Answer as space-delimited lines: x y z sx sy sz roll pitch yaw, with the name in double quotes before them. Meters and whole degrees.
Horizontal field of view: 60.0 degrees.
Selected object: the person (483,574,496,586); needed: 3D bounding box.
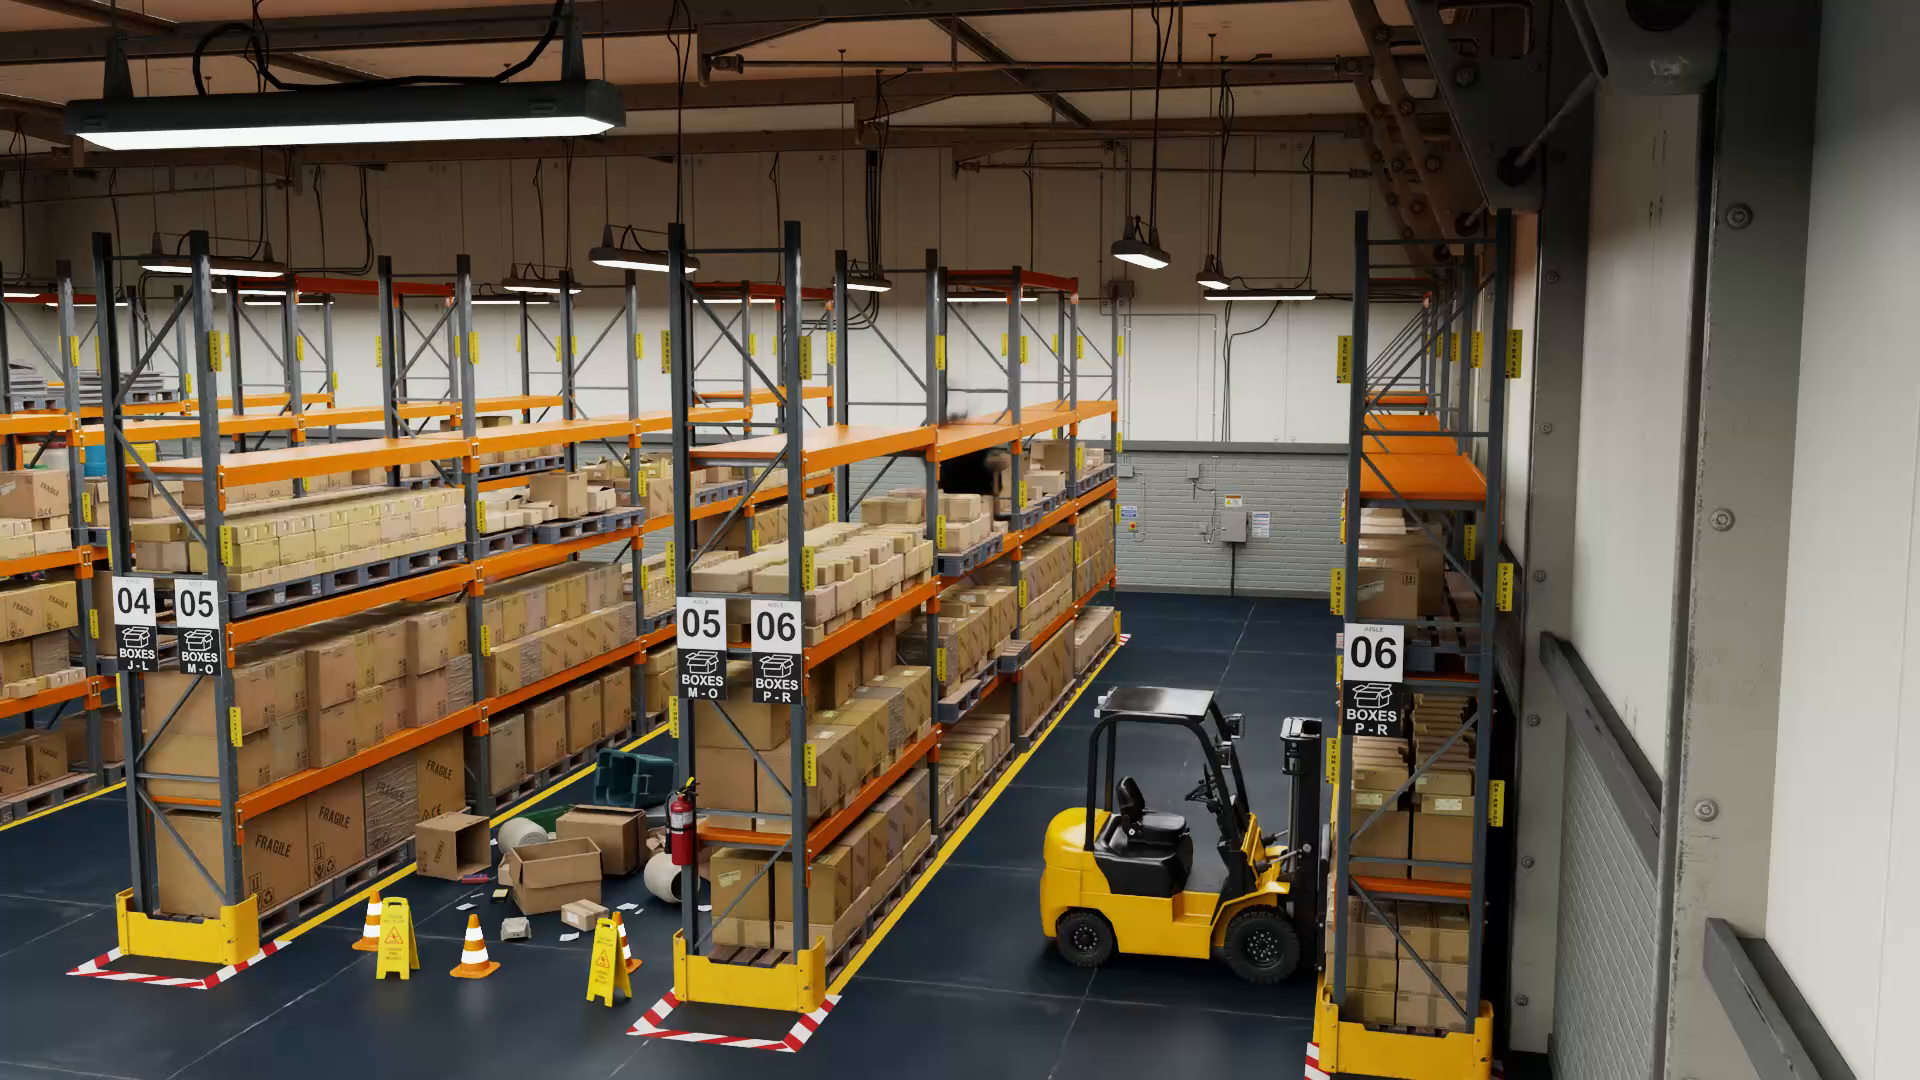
"person" -7.086 1.296 24.949 0.652 1.679 0.569 1 7 7
